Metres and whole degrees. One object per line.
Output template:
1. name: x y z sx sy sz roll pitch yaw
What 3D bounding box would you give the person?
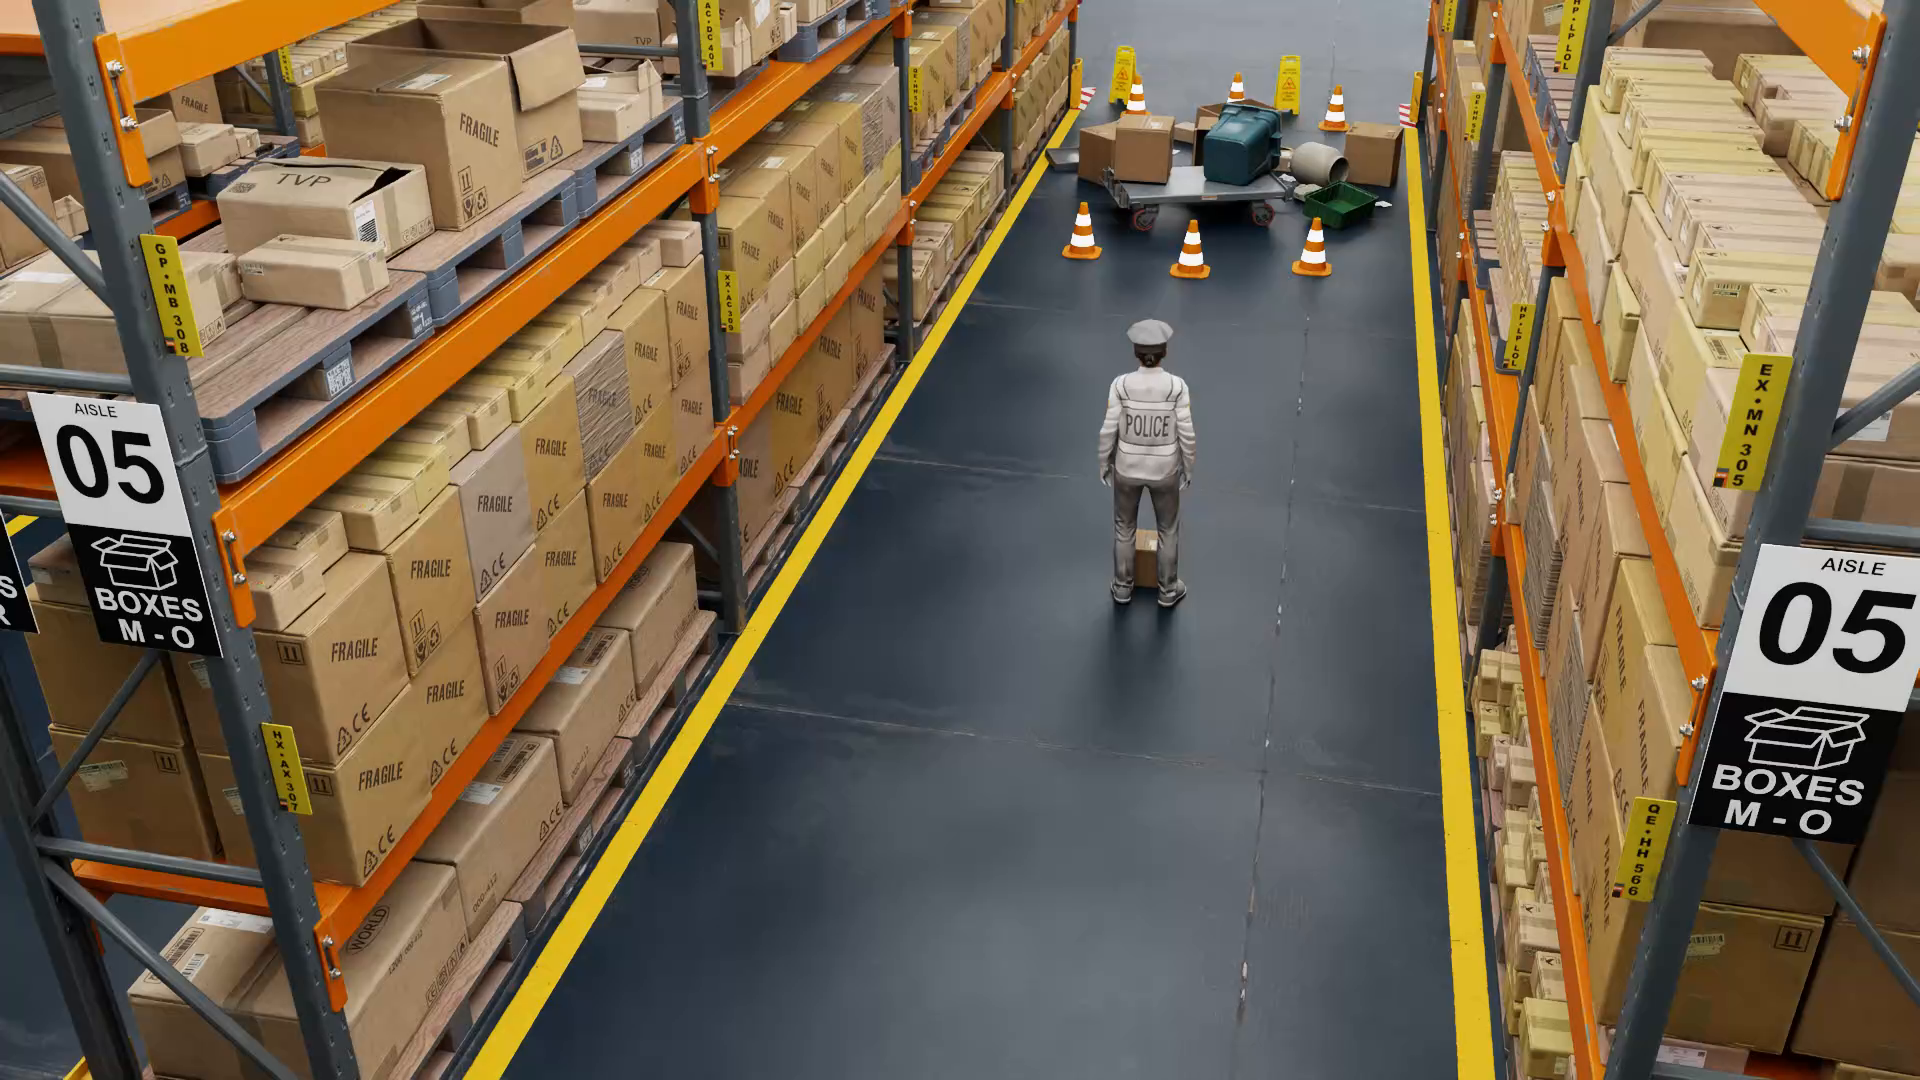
1. person: 1.044 -0.398 9.324 0.546 1.667 0.369 5 29 8
